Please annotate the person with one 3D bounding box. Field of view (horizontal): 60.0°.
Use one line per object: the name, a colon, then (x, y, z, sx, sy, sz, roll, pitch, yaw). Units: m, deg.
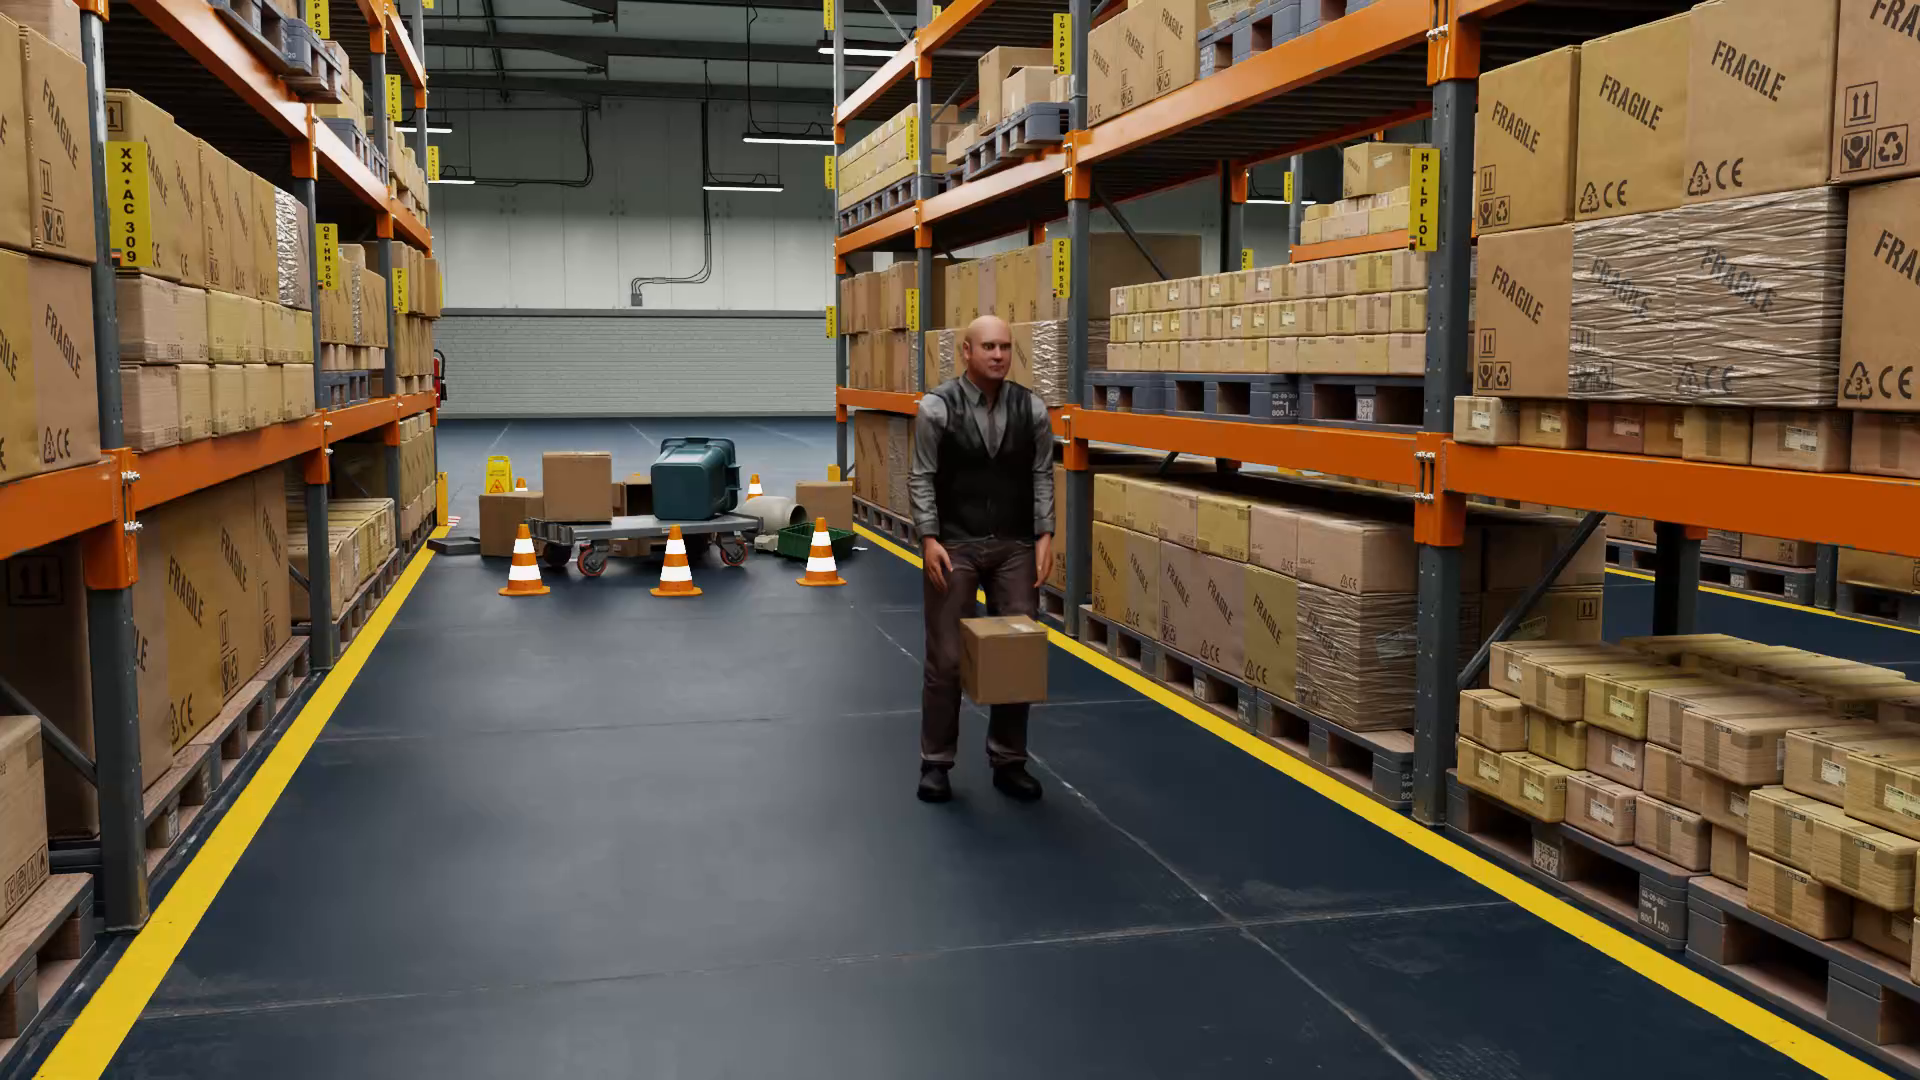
person: (0.087, 0.053, 6.040, 0.560, 1.725, 0.472, -2, 6, -15)
